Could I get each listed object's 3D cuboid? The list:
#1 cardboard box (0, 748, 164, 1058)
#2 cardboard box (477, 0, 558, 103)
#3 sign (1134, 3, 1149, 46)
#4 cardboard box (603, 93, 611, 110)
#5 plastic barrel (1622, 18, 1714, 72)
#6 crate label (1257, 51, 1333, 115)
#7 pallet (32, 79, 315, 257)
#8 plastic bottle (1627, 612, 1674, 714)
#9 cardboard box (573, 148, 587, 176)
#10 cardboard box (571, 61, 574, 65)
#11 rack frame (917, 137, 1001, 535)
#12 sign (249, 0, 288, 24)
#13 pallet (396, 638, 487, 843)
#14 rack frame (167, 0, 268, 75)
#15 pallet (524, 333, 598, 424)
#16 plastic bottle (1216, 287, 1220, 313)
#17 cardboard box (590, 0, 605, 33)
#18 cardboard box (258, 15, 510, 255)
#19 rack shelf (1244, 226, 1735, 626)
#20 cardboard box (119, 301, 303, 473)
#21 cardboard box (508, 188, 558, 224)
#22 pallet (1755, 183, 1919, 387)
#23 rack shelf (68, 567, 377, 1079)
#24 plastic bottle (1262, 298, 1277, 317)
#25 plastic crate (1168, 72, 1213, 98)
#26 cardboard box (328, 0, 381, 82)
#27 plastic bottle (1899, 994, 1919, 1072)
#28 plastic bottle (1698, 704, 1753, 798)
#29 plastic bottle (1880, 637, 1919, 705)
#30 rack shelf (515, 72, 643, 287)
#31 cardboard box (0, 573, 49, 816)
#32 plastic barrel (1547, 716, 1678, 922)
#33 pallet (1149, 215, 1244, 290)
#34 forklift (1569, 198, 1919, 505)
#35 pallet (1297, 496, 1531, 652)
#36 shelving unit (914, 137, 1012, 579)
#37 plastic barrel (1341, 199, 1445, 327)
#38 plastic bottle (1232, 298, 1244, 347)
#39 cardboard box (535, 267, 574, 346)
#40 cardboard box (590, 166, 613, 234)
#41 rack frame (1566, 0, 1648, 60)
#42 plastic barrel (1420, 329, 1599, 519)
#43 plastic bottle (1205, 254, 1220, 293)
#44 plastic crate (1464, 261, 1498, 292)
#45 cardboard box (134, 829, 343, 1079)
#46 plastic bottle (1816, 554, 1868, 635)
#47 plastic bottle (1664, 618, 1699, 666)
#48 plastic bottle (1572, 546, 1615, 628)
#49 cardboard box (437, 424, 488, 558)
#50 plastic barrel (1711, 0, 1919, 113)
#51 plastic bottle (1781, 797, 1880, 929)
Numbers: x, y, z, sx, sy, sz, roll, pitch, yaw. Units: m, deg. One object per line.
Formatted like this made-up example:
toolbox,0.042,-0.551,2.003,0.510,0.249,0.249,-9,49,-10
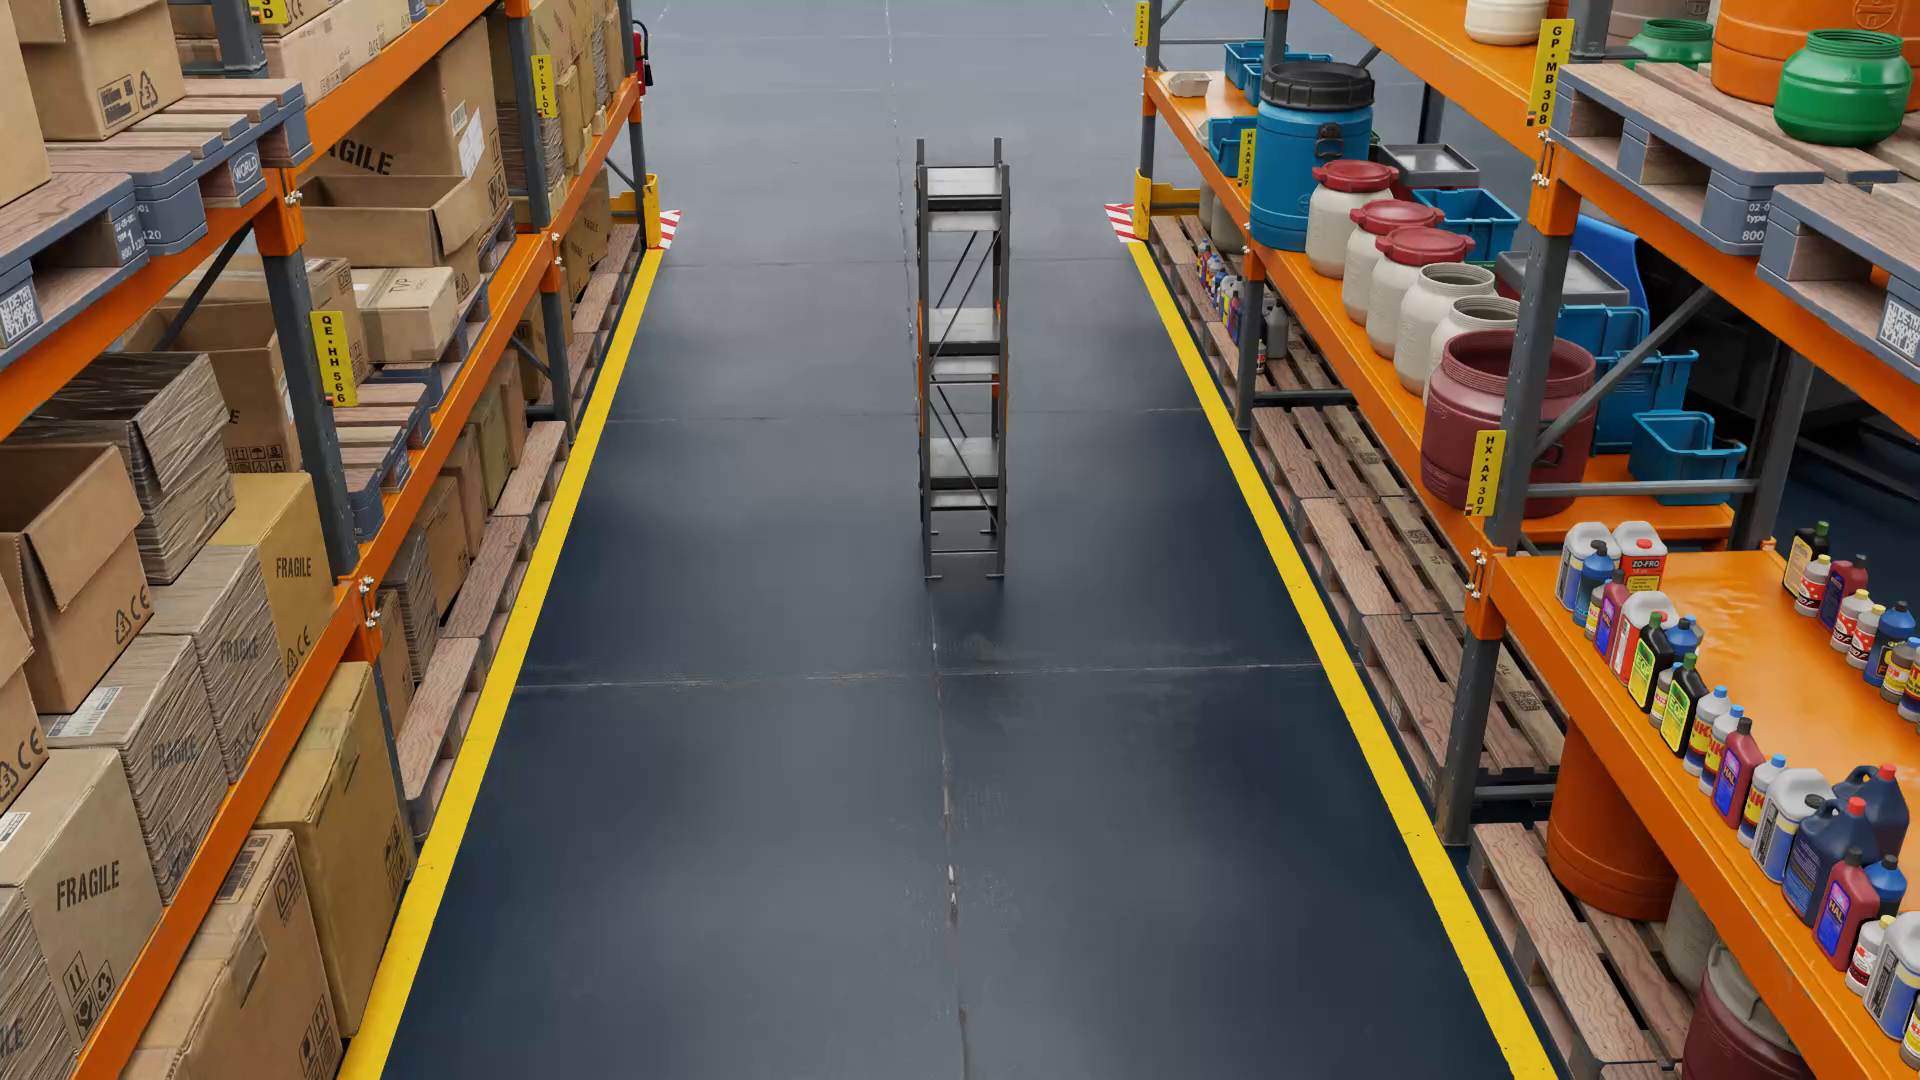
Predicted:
cardboard box,-2.225,0.829,3.810,0.500,0.500,0.500,-1,28,-2
cardboard box,-2.553,-2.735,9.239,0.500,0.500,0.500,-1,28,-3
sign,1.404,-3.980,12.837,0.100,0.325,0.005,-1,28,-3
cardboard box,-2.697,-3.165,11.846,0.380,0.149,0.250,-1,28,-3
plastic barrel,2.308,-1.548,5.398,0.294,0.245,0.294,0,28,0
crate label,2.320,-3.040,11.298,0.502,0.435,0.616,-1,28,-3
pallet,-2.488,-1.004,4.392,1.213,0.211,1.003,0,28,0
plastic bottle,2.057,0.362,4.938,0.061,0.283,0.133,-1,28,-3
cardboard box,-2.530,-2.359,10.300,0.380,0.149,0.250,-1,28,-3
cardboard box,-2.863,-2.747,10.344,0.875,0.500,0.500,-1,28,-3
rack frame,-0.004,-0.967,8.334,0.400,2.100,0.015,-1,28,-3
sign,-2.020,-1.658,4.797,0.100,0.325,0.005,-1,28,-3
pallet,-2.614,0.821,6.947,1.003,0.211,1.213,-1,28,-3
rack frame,-2.575,-2.714,4.223,1.000,3.000,0.127,-1,28,-3
pallet,-2.854,-0.974,10.390,1.003,0.211,1.213,-1,28,-3
plastic bottle,1.776,-1.633,11.187,0.097,0.201,0.097,0,28,0
cardboard box,-2.661,-3.658,11.010,0.500,0.500,0.500,-1,28,-3
cardboard box,-2.882,-1.983,8.206,1.000,1.000,1.000,-1,28,-2
rack shelf,2.267,-0.778,7.777,1.077,0.370,4.000,-1,28,-3
cardboard box,-2.643,-0.533,5.966,0.500,0.500,0.500,-5,28,-9
cardboard box,-2.494,-1.897,9.414,0.380,0.149,0.250,-1,28,-3
pallet,2.380,-0.456,3.341,1.003,0.211,1.213,-1,28,-3
rack shelf,-2.470,1.188,4.006,1.077,0.370,4.000,-1,28,-3
plastic bottle,1.978,-1.403,10.665,0.152,0.276,0.135,-1,28,-3
plastic crate,1.679,-3.330,12.177,0.298,0.136,0.250,-1,28,-3
cardboard box,-2.371,-1.778,5.834,0.500,0.250,0.500,-1,28,-1
plastic bottle,2.151,1.071,3.668,0.097,0.201,0.097,0,28,0
plastic bottle,2.098,0.572,4.549,0.097,0.271,0.097,0,28,0
plastic bottle,2.834,0.386,4.981,0.097,0.201,0.097,0,28,0
rack shelf,-2.888,-2.506,11.089,1.077,0.370,4.000,-1,28,-3
cardboard box,-2.480,0.405,3.536,0.797,0.503,0.637,-1,28,-1
plastic barrel,2.414,0.828,5.812,0.600,0.830,0.708,-1,28,-3
pallet,2.042,-2.223,12.783,1.003,0.211,1.213,-1,28,-3
forklift,4.755,-1.944,9.308,1.130,2.935,3.031,-12,30,-21
pallet,2.309,0.142,8.250,1.003,0.211,1.213,-1,28,-3
shelving unit,0.009,-0.855,8.118,0.431,2.100,0.503,-1,28,-3
plastic barrel,2.032,-1.295,7.843,0.433,0.535,0.433,0,28,0
plastic bottle,1.831,-1.421,10.619,0.144,0.351,0.185,-3,28,-5
cardboard box,-2.802,-1.429,10.496,0.500,0.500,0.500,7,28,14
cardboard box,-2.976,-2.538,12.621,0.500,0.500,0.500,4,28,7
rack frame,2.372,-2.834,4.452,1.000,3.000,0.127,-1,28,-3
plastic barrel,2.045,-0.441,6.205,0.600,0.536,0.708,-1,28,-3
plastic bottle,1.755,-1.850,11.529,0.097,0.271,0.097,0,28,0
plastic crate,2.536,-1.130,7.901,0.450,0.188,0.662,-1,28,-3
cardboard box,-2.520,1.433,4.603,1.225,0.875,0.875,-1,28,-2
plastic bottle,2.831,0.161,5.324,0.061,0.283,0.133,-1,28,-3
plastic bottle,2.135,0.357,4.960,0.097,0.271,0.097,0,28,0
plastic bottle,2.050,0.145,5.367,0.097,0.271,0.097,0,28,0
cardboard box,-2.737,-0.225,8.165,0.700,0.500,0.500,-4,28,-7
plastic barrel,2.398,-1.618,4.447,0.600,0.830,0.708,-1,28,-3
plastic bottle,2.148,0.770,4.083,0.144,0.351,0.185,-1,28,-3
